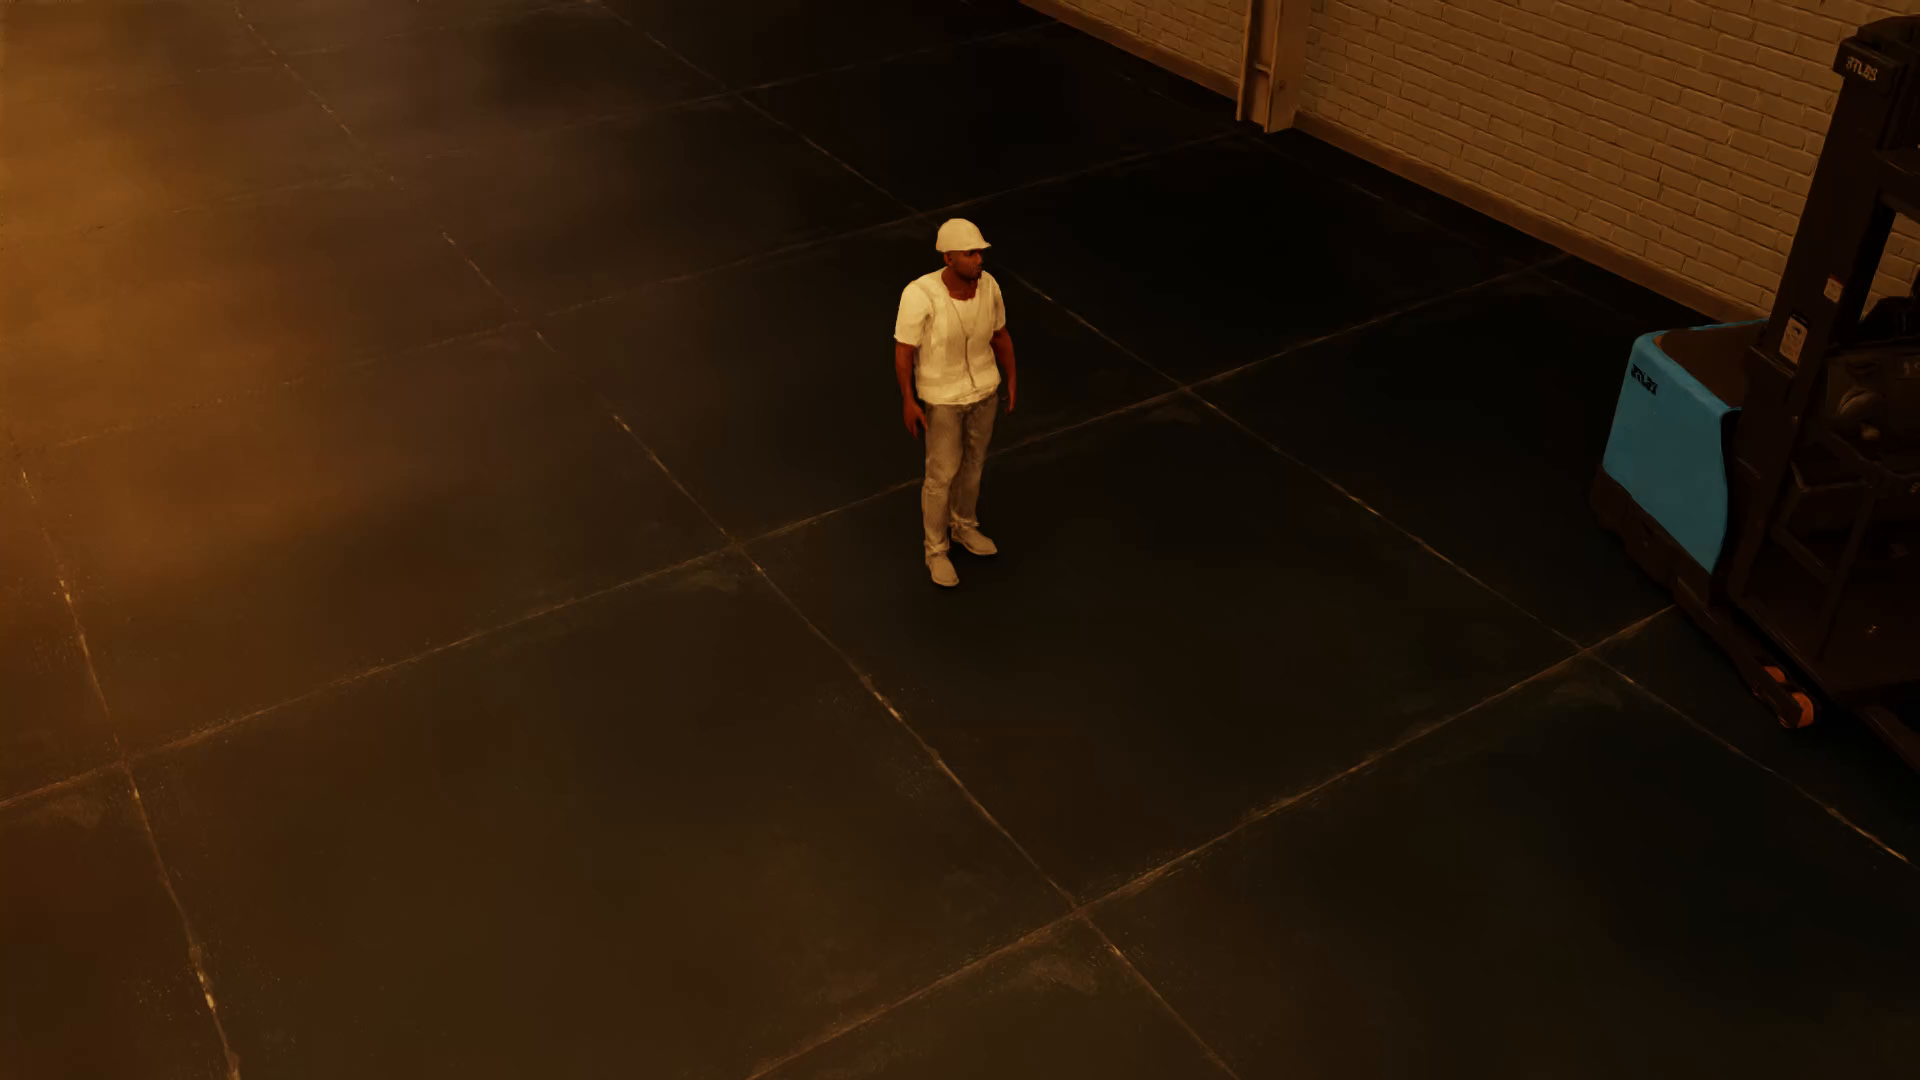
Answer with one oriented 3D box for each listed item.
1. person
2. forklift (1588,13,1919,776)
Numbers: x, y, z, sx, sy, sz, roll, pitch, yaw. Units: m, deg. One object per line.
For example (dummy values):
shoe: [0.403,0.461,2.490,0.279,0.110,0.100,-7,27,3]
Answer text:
person: [0.033,-0.692,8.135,0.644,1.765,0.576,-21,40,-27]
forklift: [4.176,-0.591,6.989,1.130,2.935,3.031,-8,36,-11]
